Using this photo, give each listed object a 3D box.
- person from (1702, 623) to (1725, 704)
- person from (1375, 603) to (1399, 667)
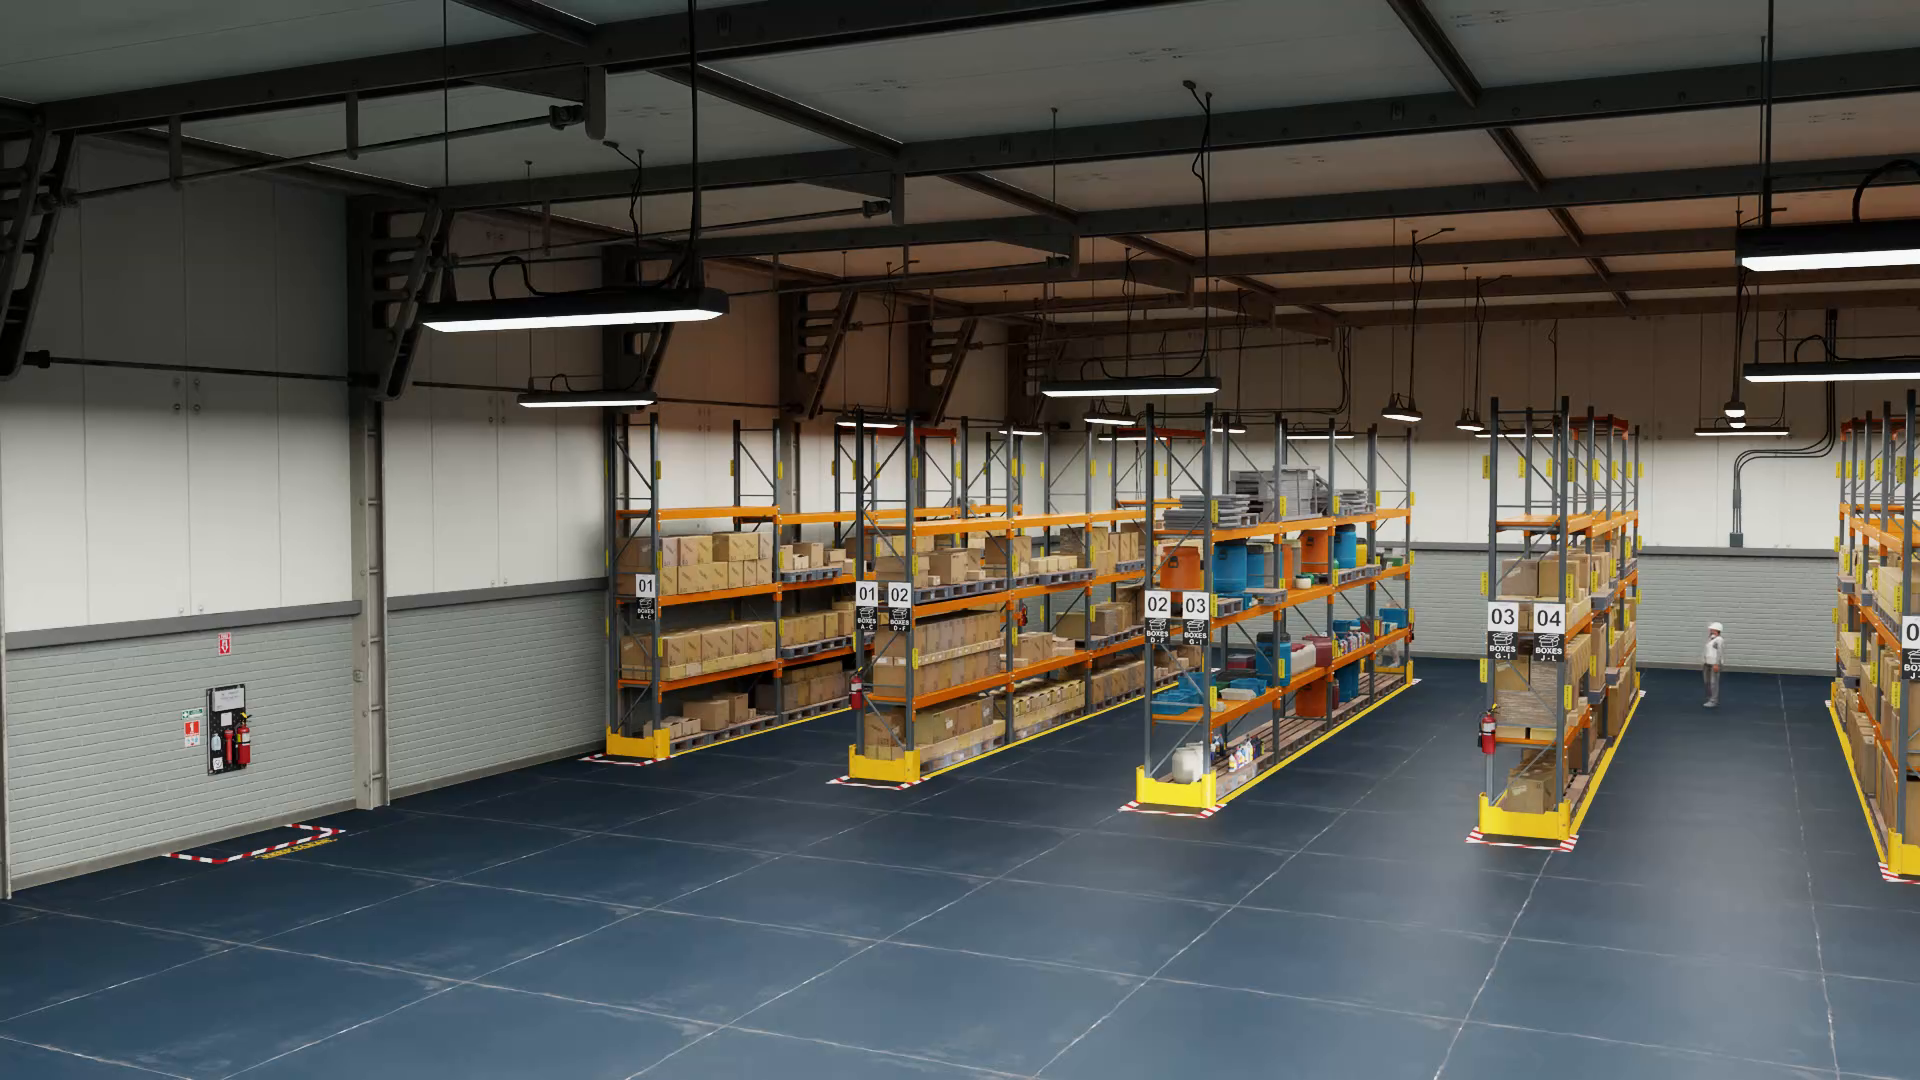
[{"bbox_3d":[16.038,2.609,35.354,0.427,1.712,0.525,-1,3,-17],"label":"person"},{"bbox_3d":[10.757,2.383,41.720,0.494,1.626,0.863,2,3,33],"label":"person"}]
